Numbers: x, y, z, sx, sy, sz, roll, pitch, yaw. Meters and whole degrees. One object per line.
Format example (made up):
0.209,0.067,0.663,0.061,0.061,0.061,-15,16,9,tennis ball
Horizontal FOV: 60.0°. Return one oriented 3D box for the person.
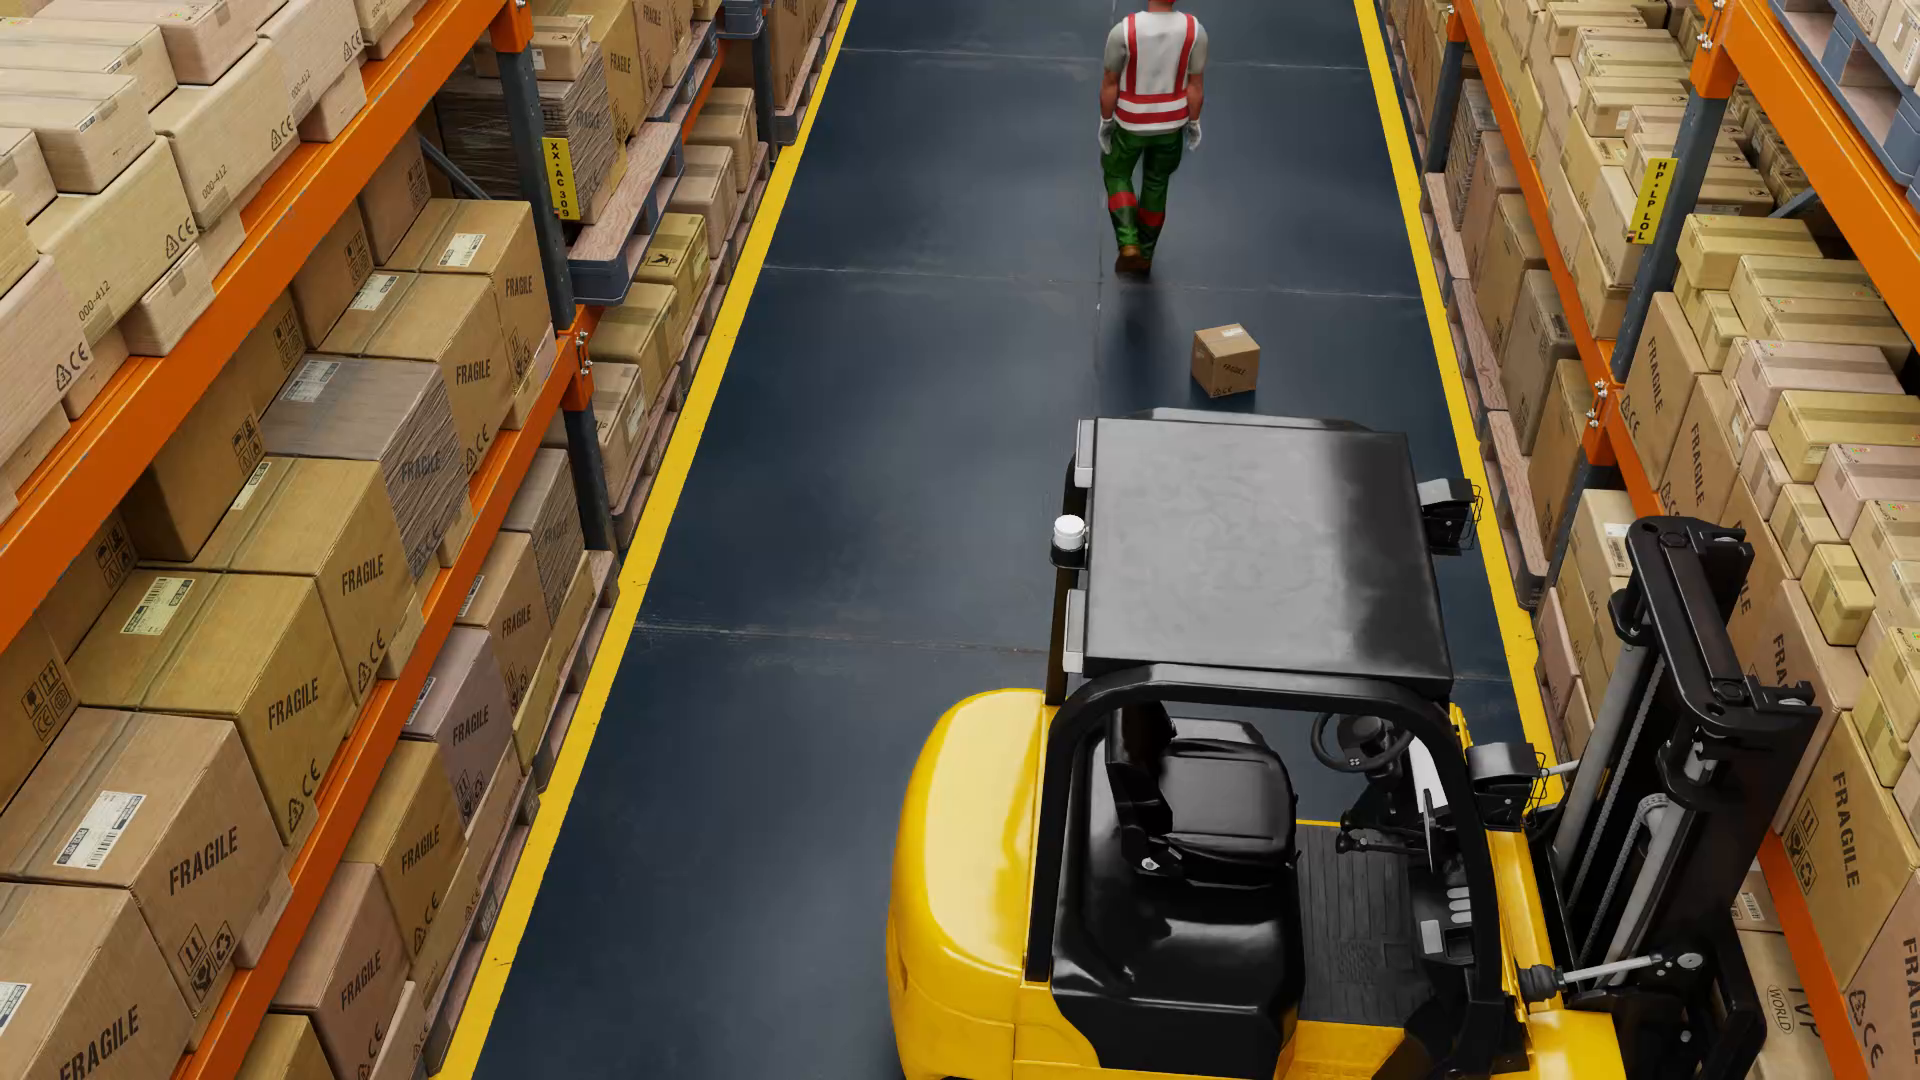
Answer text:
1.005,-2.184,8.736,0.552,1.777,0.625,-1,40,-2,person
